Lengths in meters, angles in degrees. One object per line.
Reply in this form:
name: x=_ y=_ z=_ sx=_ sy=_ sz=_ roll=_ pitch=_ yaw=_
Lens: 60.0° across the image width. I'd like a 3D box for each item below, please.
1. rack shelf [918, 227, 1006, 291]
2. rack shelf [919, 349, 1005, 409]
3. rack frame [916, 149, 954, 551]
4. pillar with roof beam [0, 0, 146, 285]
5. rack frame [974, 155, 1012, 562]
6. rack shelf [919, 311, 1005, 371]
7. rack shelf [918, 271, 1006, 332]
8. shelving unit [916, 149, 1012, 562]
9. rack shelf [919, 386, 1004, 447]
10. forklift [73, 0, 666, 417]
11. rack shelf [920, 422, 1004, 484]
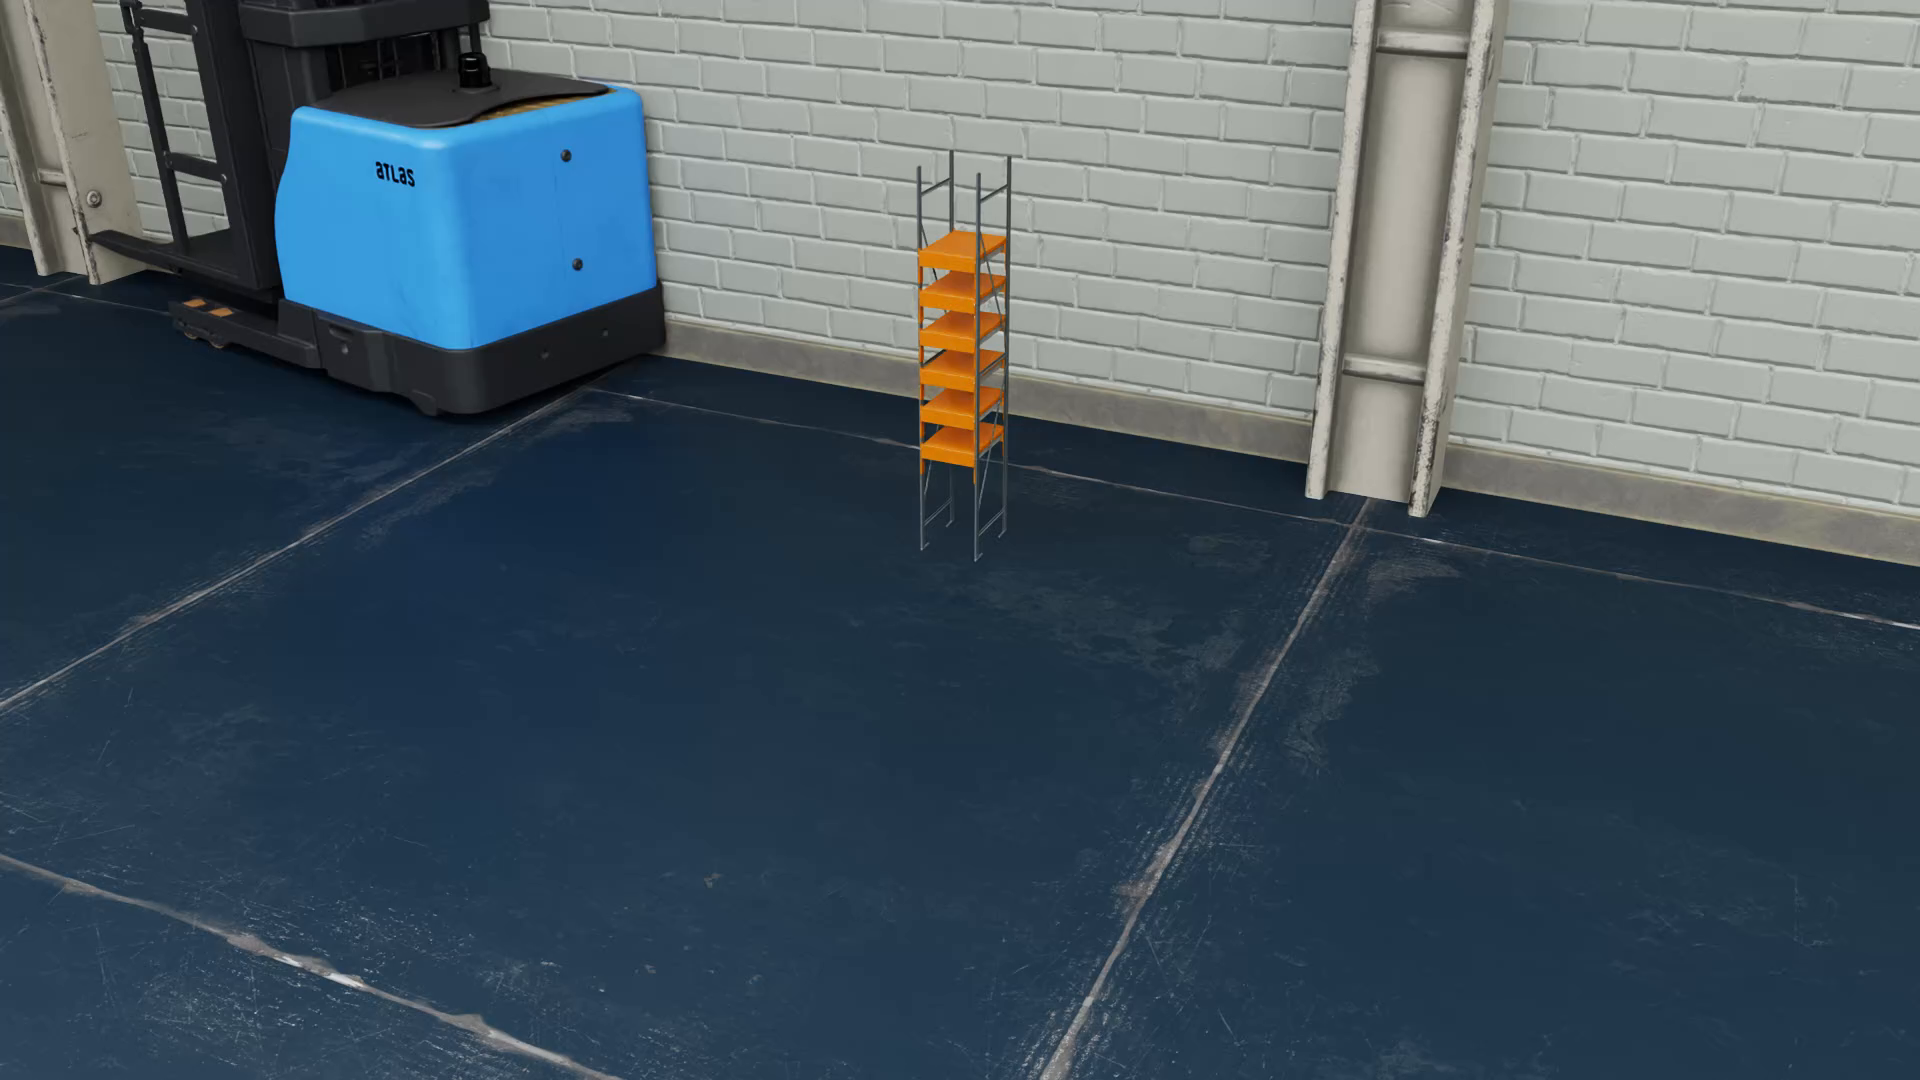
rack shelf: x=0.013 y=-0.819 z=4.840 sx=0.180 sy=0.103 sz=0.258 roll=11 pitch=28 yaw=22
rack shelf: x=0.013 y=-0.496 z=4.999 sx=0.180 sy=0.103 sz=0.258 roll=11 pitch=28 yaw=22
rack frame: x=-0.070 y=-0.552 z=5.014 sx=0.006 sy=1.200 sz=0.240 roll=11 pitch=28 yaw=22
pillar with roof beam: x=-5.851 y=-3.573 z=2.320 sx=0.400 sy=9.000 sz=9.100 roll=11 pitch=28 yaw=22
rack frame: x=0.096 y=-0.519 z=4.946 sx=0.006 sy=1.200 sz=0.240 roll=11 pitch=28 yaw=22
rack shelf: x=0.013 y=-0.603 z=4.946 sx=0.180 sy=0.103 sz=0.258 roll=11 pitch=28 yaw=22
rack shelf: x=0.013 y=-0.711 z=4.893 sx=0.180 sy=0.103 sz=0.258 roll=11 pitch=28 yaw=22
shelving unit: x=0.013 y=-0.536 z=4.980 sx=0.189 sy=1.200 sz=0.258 roll=11 pitch=28 yaw=22
rack shelf: x=0.013 y=-0.388 z=5.052 sx=0.180 sy=0.103 sz=0.258 roll=11 pitch=28 yaw=22
forklift: x=-2.673 y=-2.270 z=6.543 sx=3.031 sy=2.935 sz=1.130 roll=18 pitch=31 yaw=32
rack shelf: x=0.013 y=-0.280 z=5.105 sx=0.180 sy=0.103 sz=0.258 roll=11 pitch=28 yaw=22
